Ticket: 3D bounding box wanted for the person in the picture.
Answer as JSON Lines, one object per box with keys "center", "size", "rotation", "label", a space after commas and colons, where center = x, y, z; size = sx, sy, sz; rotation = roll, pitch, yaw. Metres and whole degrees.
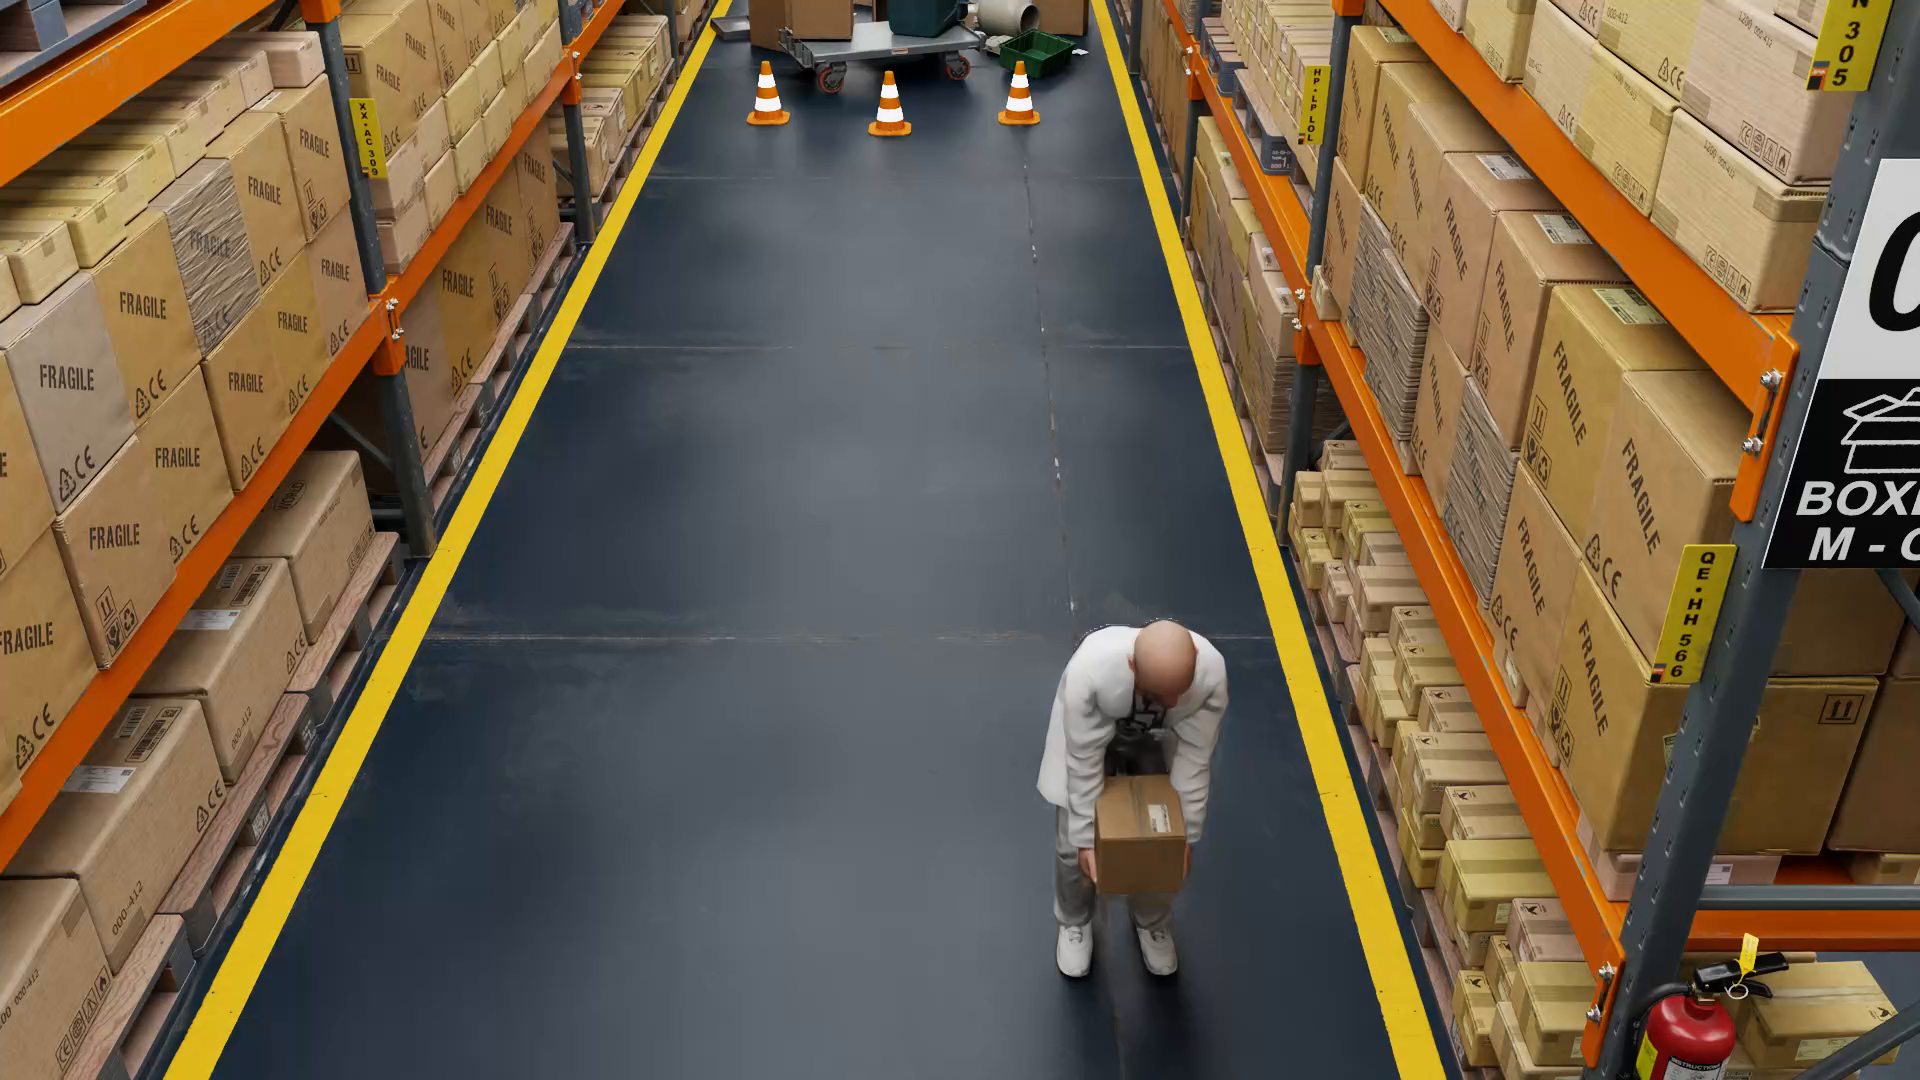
{"center": [0.522, 0.767, 5.091], "size": [0.547, 1.564, 0.760], "rotation": [-2, 31, -3], "label": "person"}
